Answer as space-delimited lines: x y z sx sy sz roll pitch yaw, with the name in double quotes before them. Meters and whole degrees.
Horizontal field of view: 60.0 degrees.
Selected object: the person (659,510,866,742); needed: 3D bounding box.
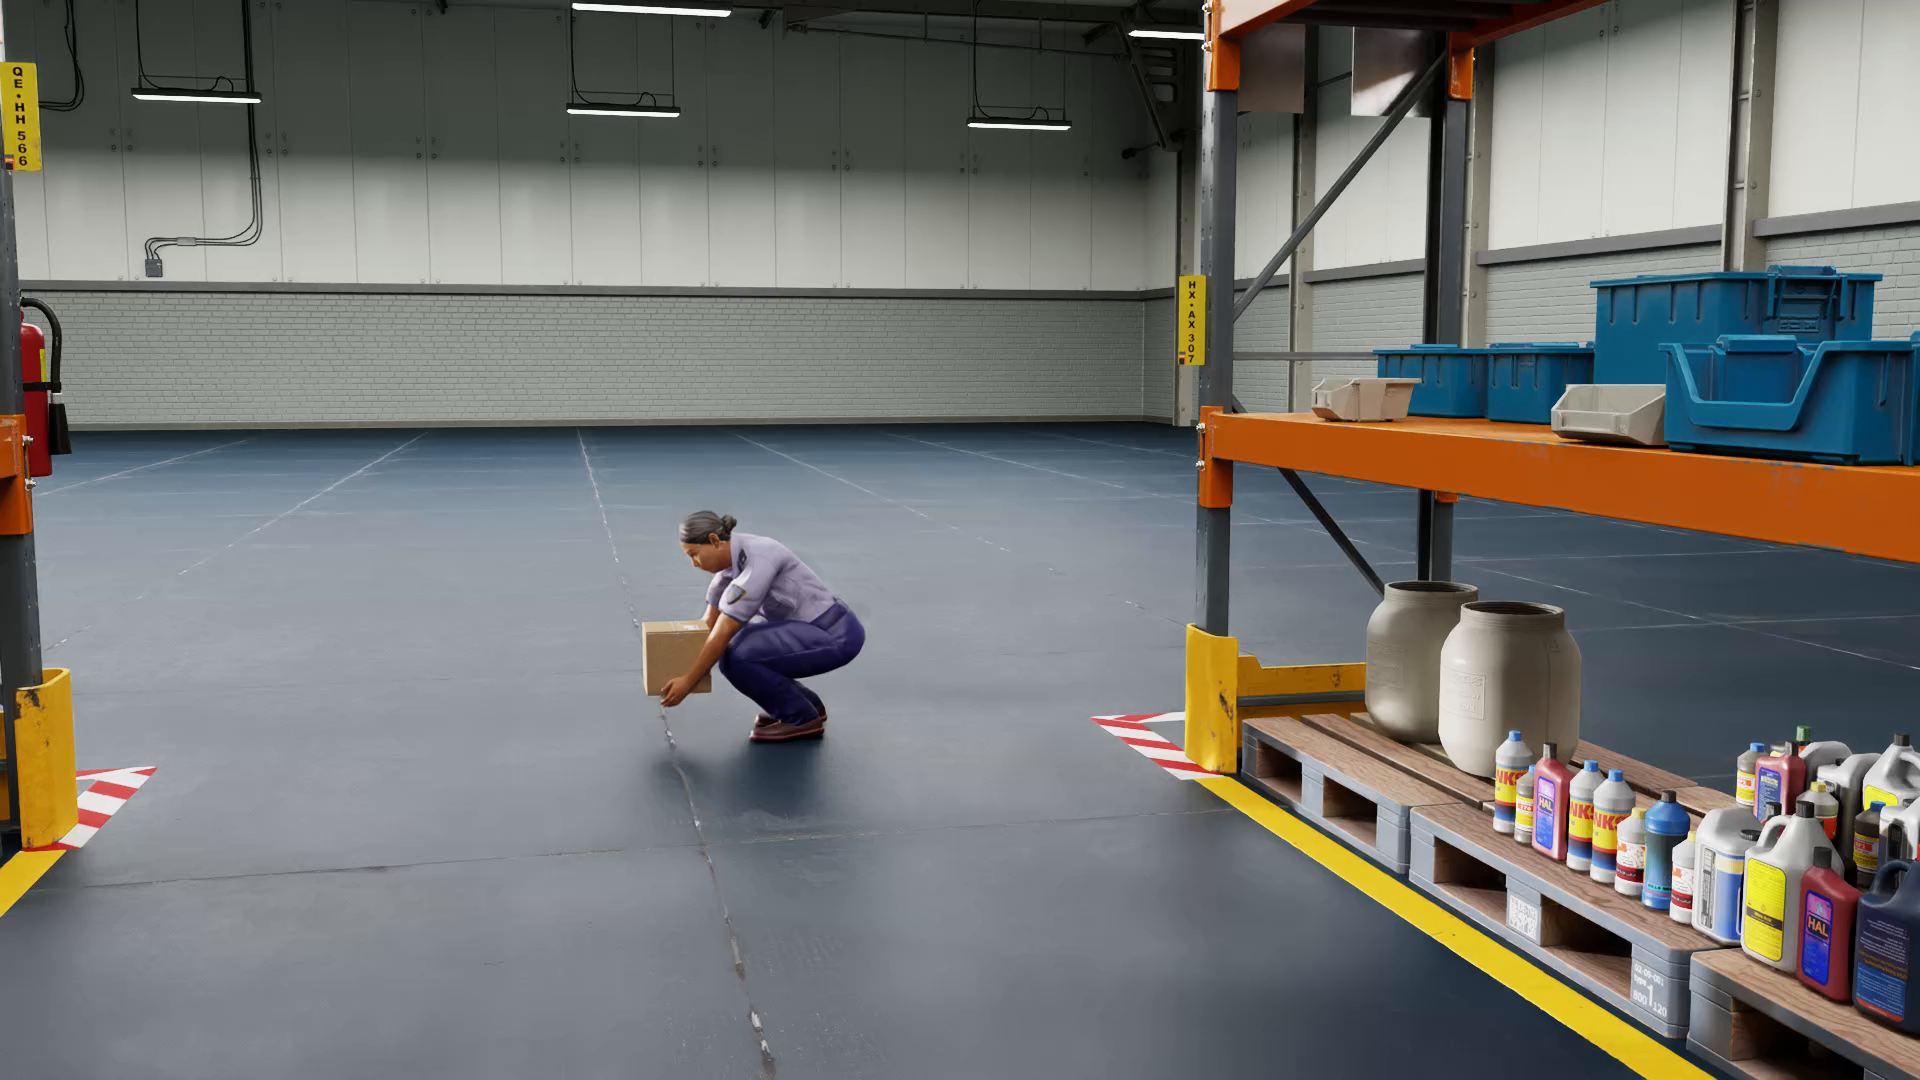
"person" -0.793 0.328 6.645 0.829 0.924 0.528 -2 6 -14
